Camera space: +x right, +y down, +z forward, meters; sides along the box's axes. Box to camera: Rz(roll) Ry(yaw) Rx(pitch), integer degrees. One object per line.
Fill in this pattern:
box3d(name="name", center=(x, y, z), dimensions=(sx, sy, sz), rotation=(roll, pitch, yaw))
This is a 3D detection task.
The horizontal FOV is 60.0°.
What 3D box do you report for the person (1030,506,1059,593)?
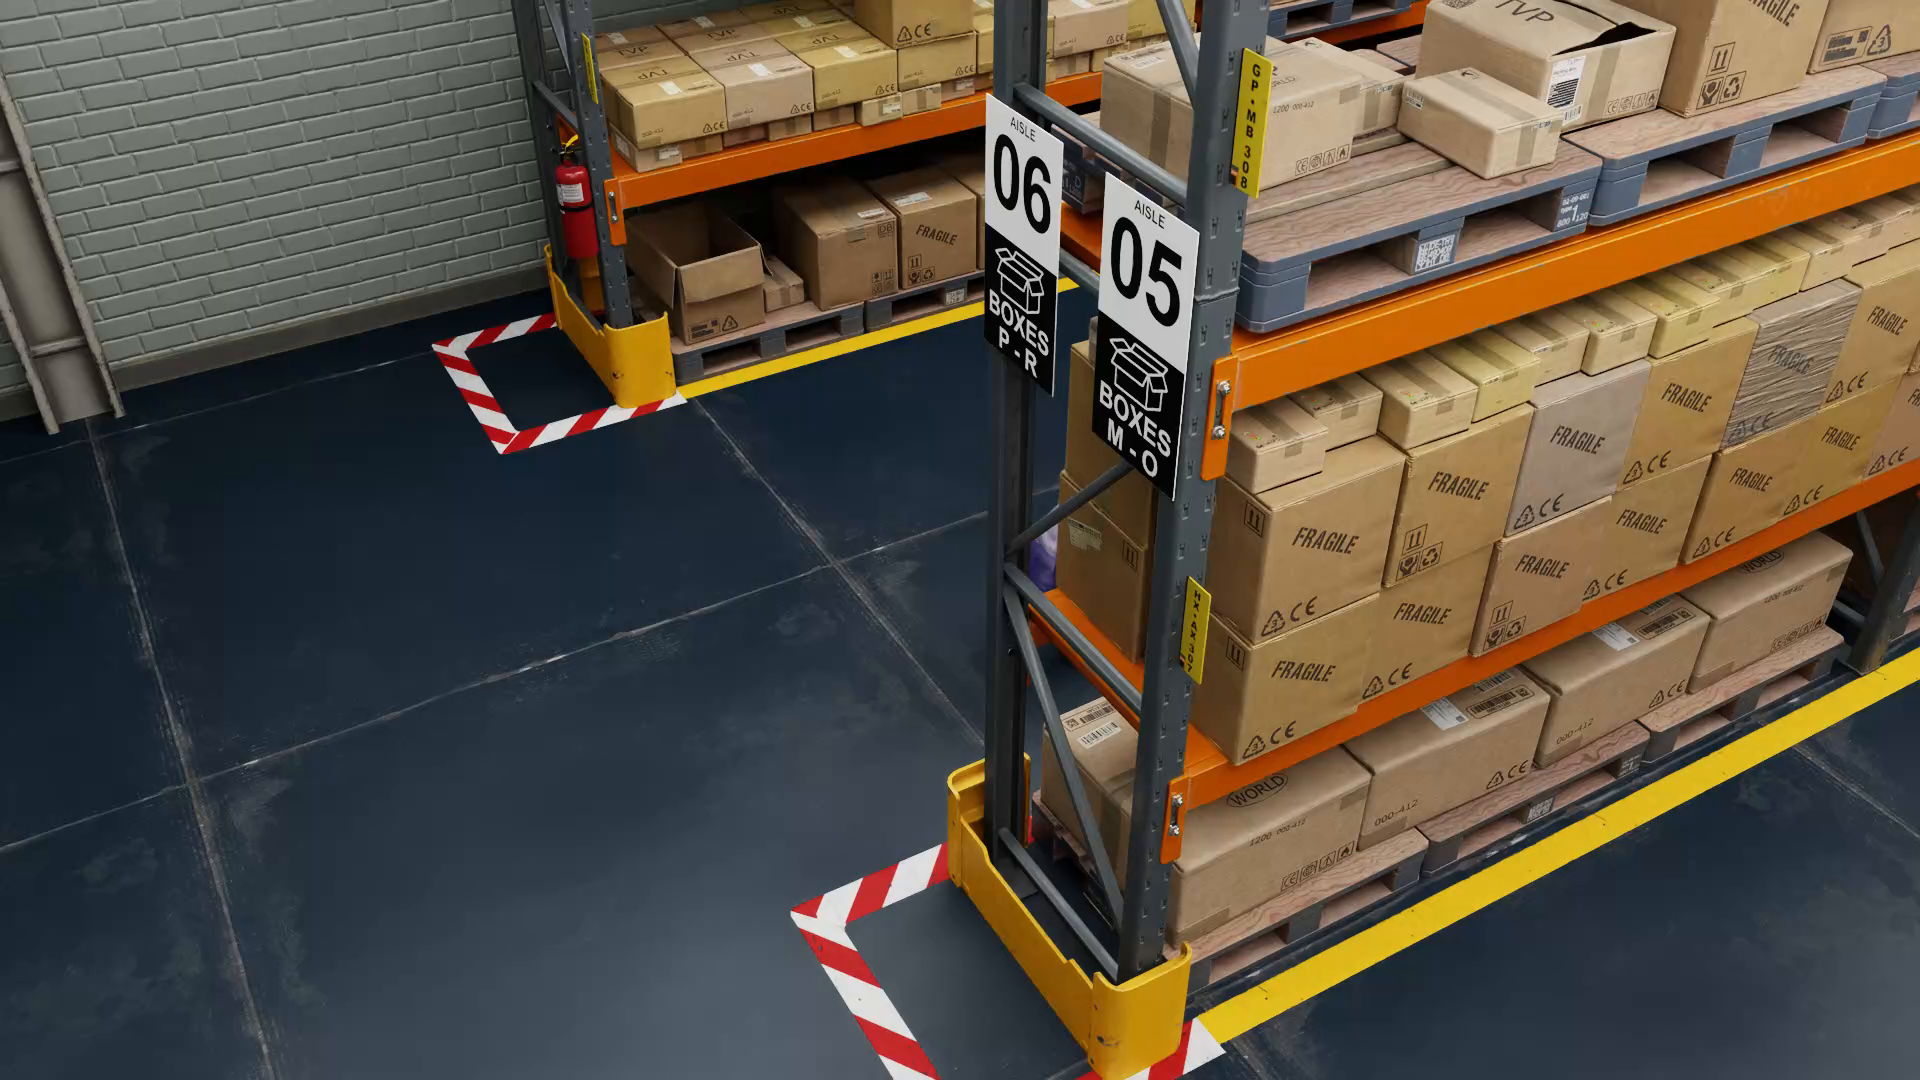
box3d(name="person", center=(0.598, 0.063, 7.540), dimensions=(0.814, 0.834, 0.517), rotation=(-19, 41, -24))
